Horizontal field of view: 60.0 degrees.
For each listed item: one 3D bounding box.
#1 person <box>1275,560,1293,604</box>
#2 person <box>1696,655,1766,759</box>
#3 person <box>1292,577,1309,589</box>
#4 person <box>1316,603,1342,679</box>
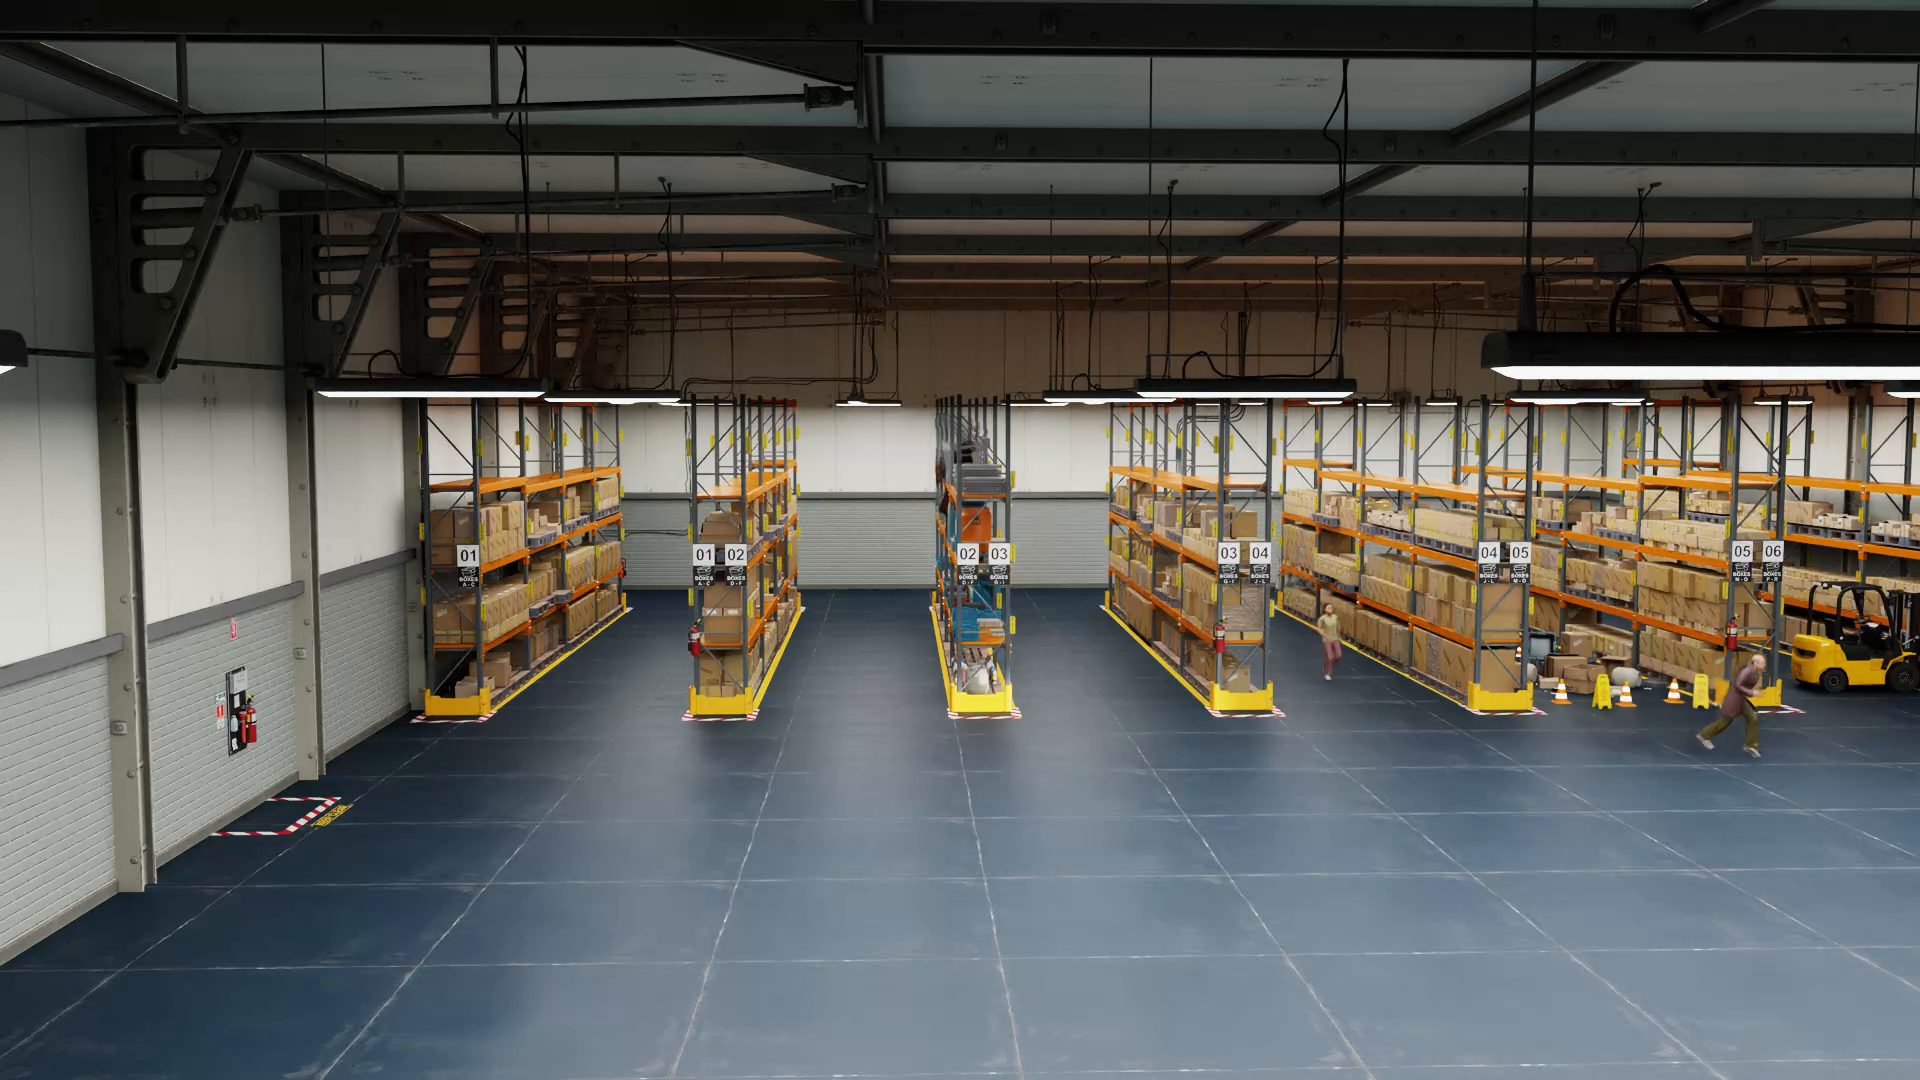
[{"bbox_3d":[9.600,1.033,48.813,0.591,1.717,0.649,-2,5,-24],"label":"person"},{"bbox_3d":[12.795,2.731,27.584,1.064,1.743,0.755,4,6,38],"label":"person"},{"bbox_3d":[10.100,1.072,48.890,0.622,1.610,0.624,2,5,22],"label":"person"},{"bbox_3d":[7.843,2.144,35.178,0.590,1.630,0.503,-1,5,-13],"label":"person"}]
